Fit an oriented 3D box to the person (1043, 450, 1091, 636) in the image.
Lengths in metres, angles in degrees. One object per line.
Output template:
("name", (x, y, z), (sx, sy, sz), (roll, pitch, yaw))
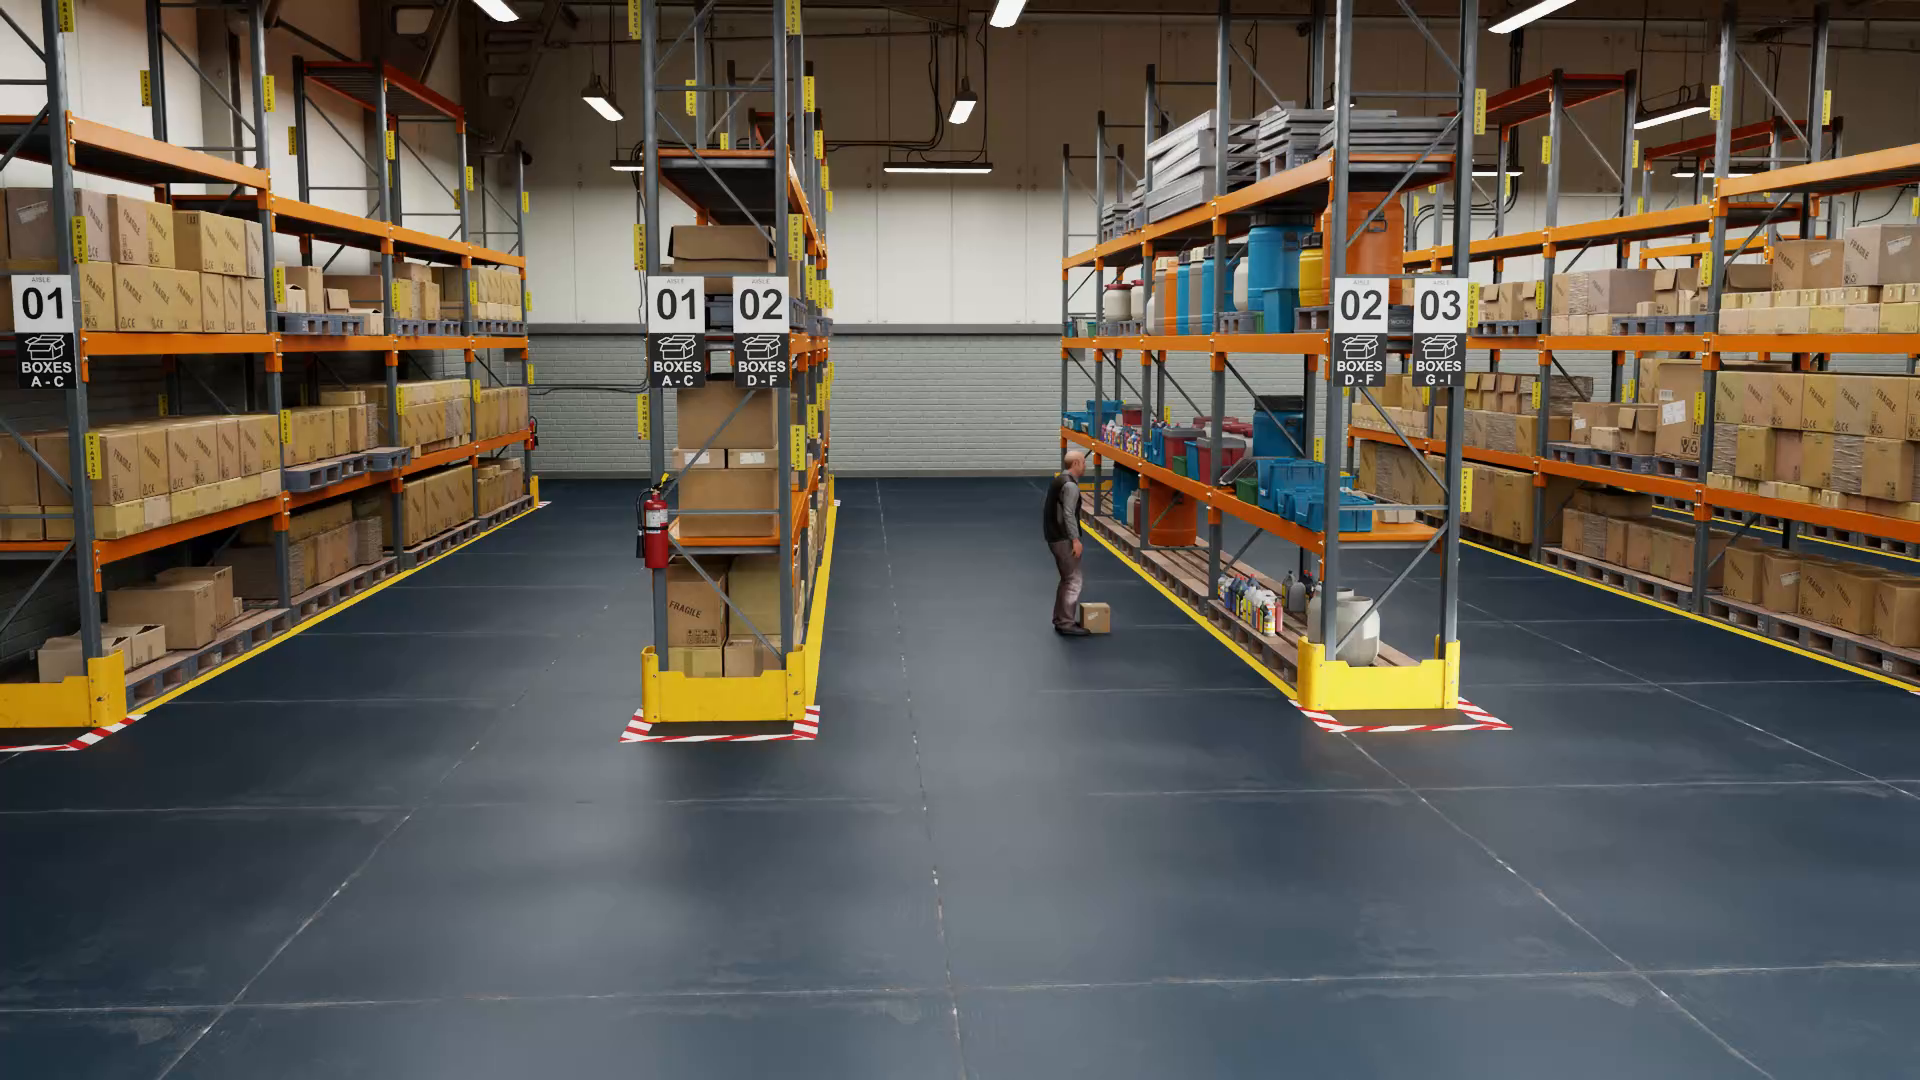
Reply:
("person", (1.003, 0.014, 15.724), (0.426, 1.720, 0.593), (-1, 7, -7))
